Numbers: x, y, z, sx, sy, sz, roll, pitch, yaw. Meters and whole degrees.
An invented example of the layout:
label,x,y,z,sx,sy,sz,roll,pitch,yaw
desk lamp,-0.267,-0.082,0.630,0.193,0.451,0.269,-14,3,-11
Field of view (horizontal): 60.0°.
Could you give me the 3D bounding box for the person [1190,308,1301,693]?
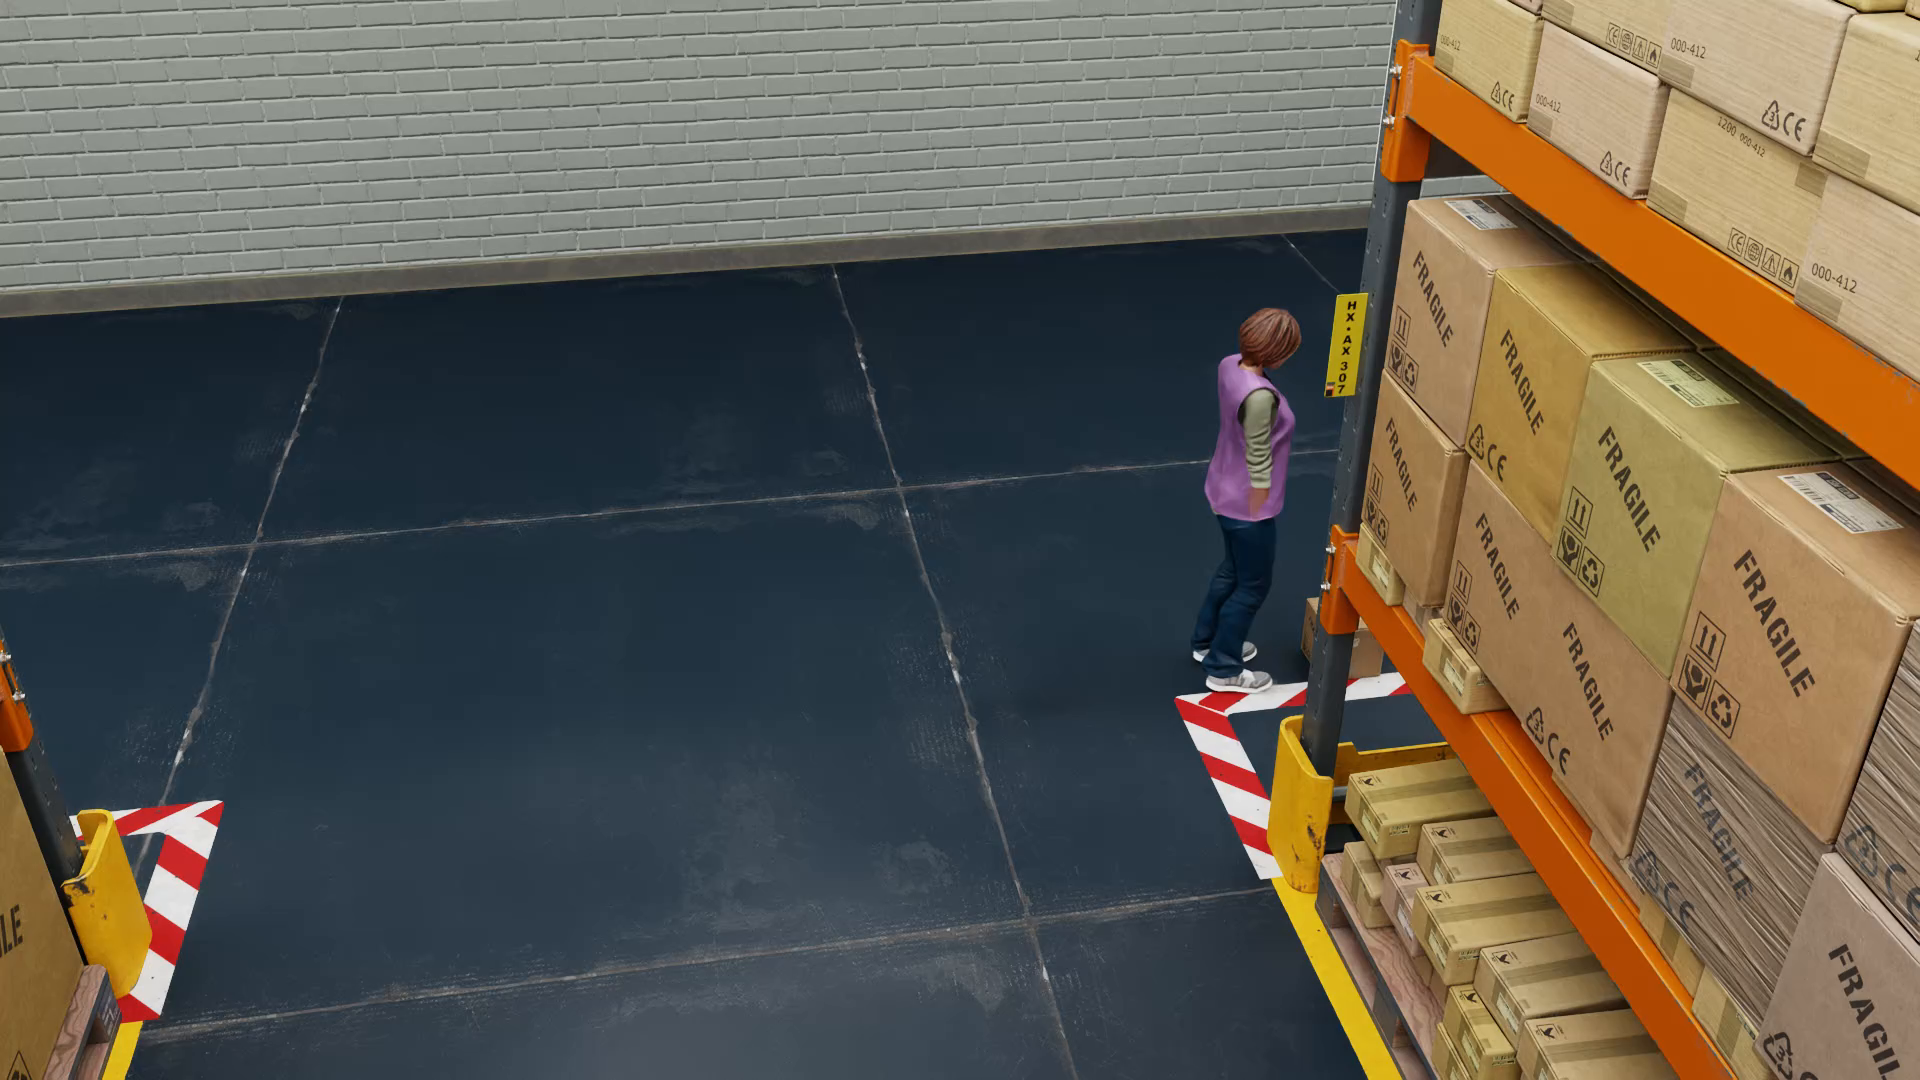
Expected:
label,x,y,z,sx,sy,sz,roll,pitch,yaw
person,1.094,-0.146,6.412,0.304,1.577,0.409,-3,31,-5
